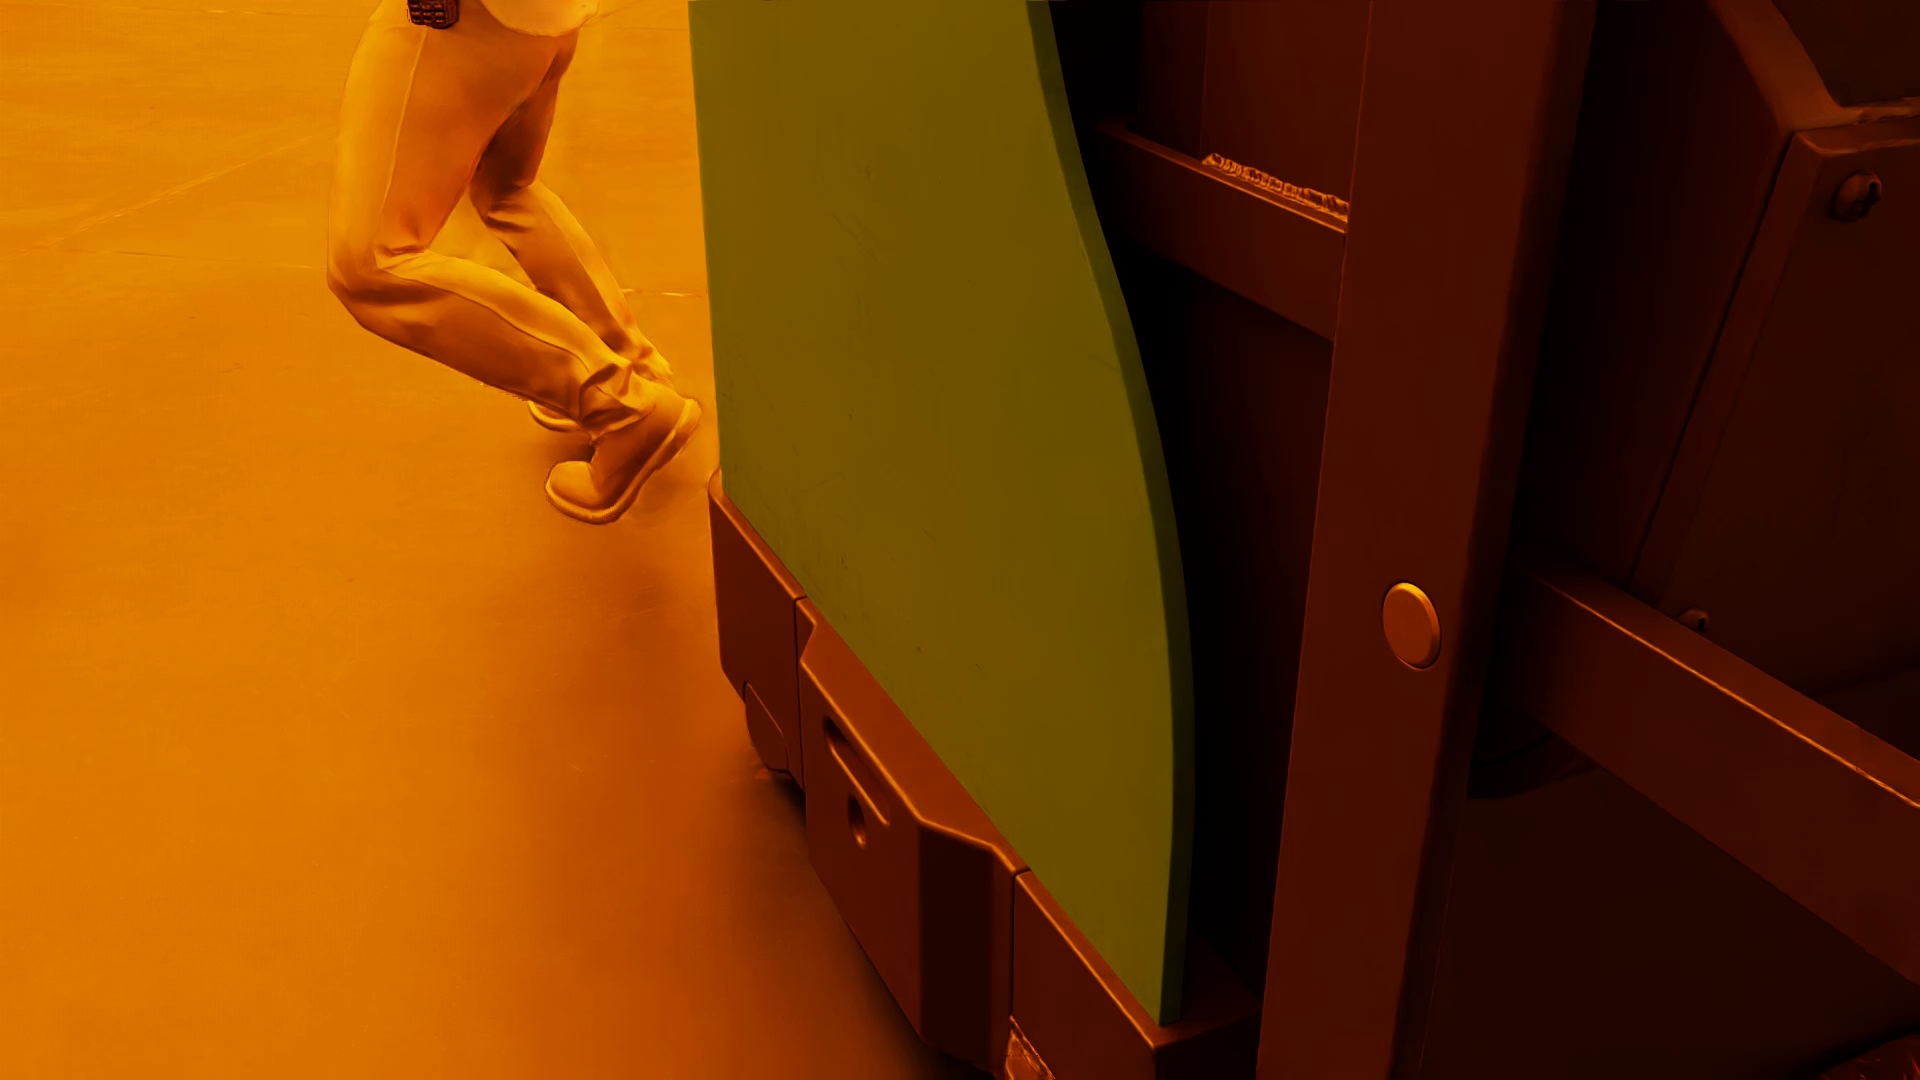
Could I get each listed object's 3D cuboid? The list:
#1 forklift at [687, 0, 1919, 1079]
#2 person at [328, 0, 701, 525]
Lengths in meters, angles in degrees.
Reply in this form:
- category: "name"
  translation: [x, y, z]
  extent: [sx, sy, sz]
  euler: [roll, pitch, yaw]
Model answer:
- category: "forklift"
  translation: [0.793, -0.609, 0.453]
  extent: [1.130, 2.935, 3.031]
  euler: [-12, 29, -22]
- category: "person"
  translation: [-0.553, -0.866, 2.499]
  extent: [0.698, 1.511, 0.979]
  euler: [3, 27, 5]
